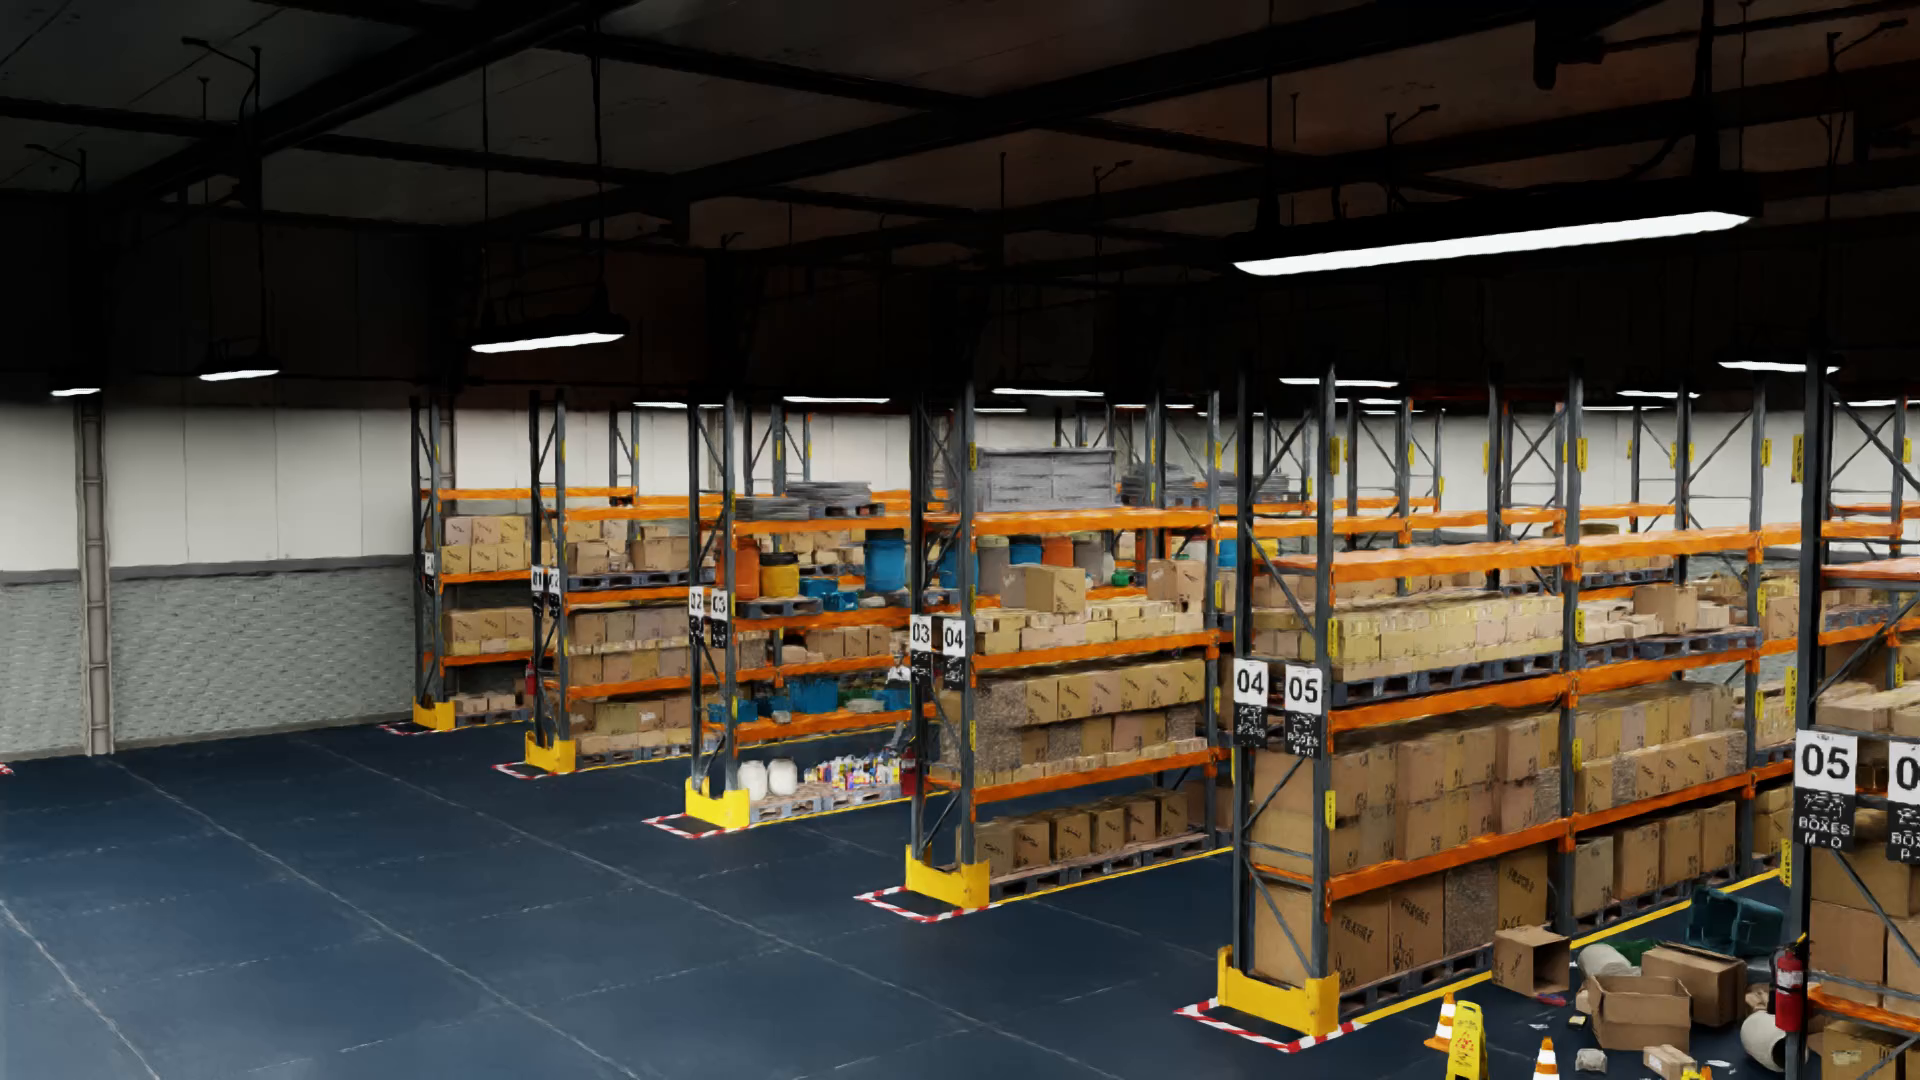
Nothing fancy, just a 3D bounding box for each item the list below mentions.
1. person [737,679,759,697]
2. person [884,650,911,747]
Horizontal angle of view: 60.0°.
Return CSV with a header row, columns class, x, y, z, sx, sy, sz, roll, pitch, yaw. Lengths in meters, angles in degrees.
class,x,y,z,sx,sy,sz,roll,pitch,yaw
person,-3.959,2.508,30.662,0.493,1.675,0.477,-1,3,-9
person,-1.032,2.668,28.280,0.482,1.622,0.994,3,5,42
